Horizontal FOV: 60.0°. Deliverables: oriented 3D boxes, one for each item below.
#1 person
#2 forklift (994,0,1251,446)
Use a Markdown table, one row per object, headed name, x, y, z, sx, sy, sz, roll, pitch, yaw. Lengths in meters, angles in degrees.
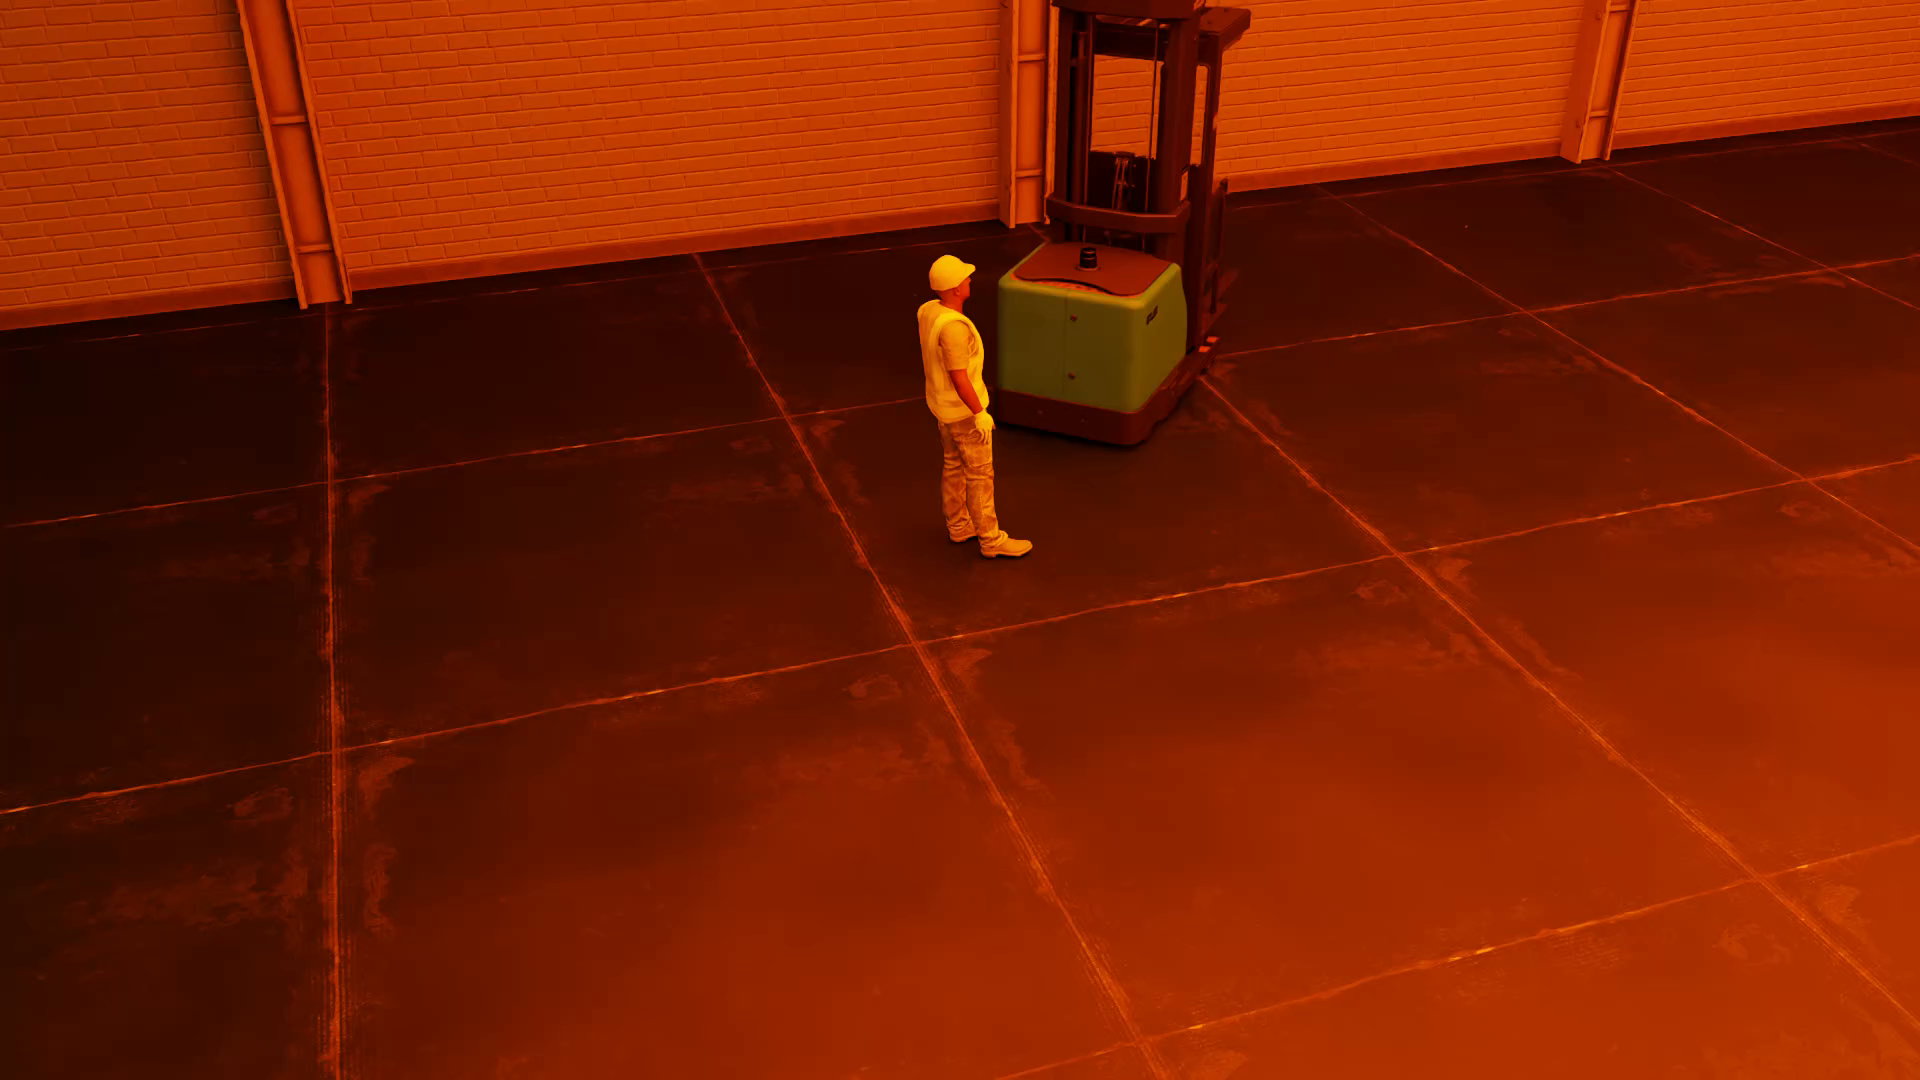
| name | x | y | z | sx | sy | sz | roll | pitch | yaw |
| --- | --- | --- | --- | --- | --- | --- | --- | --- | --- |
| person | 0.071 | -0.787 | 9.591 | 0.575 | 1.785 | 0.657 | -10 | 31 | -16 |
| forklift | 1.301 | -2.608 | 11.620 | 1.130 | 2.935 | 3.031 | 13 | 32 | 21 |
